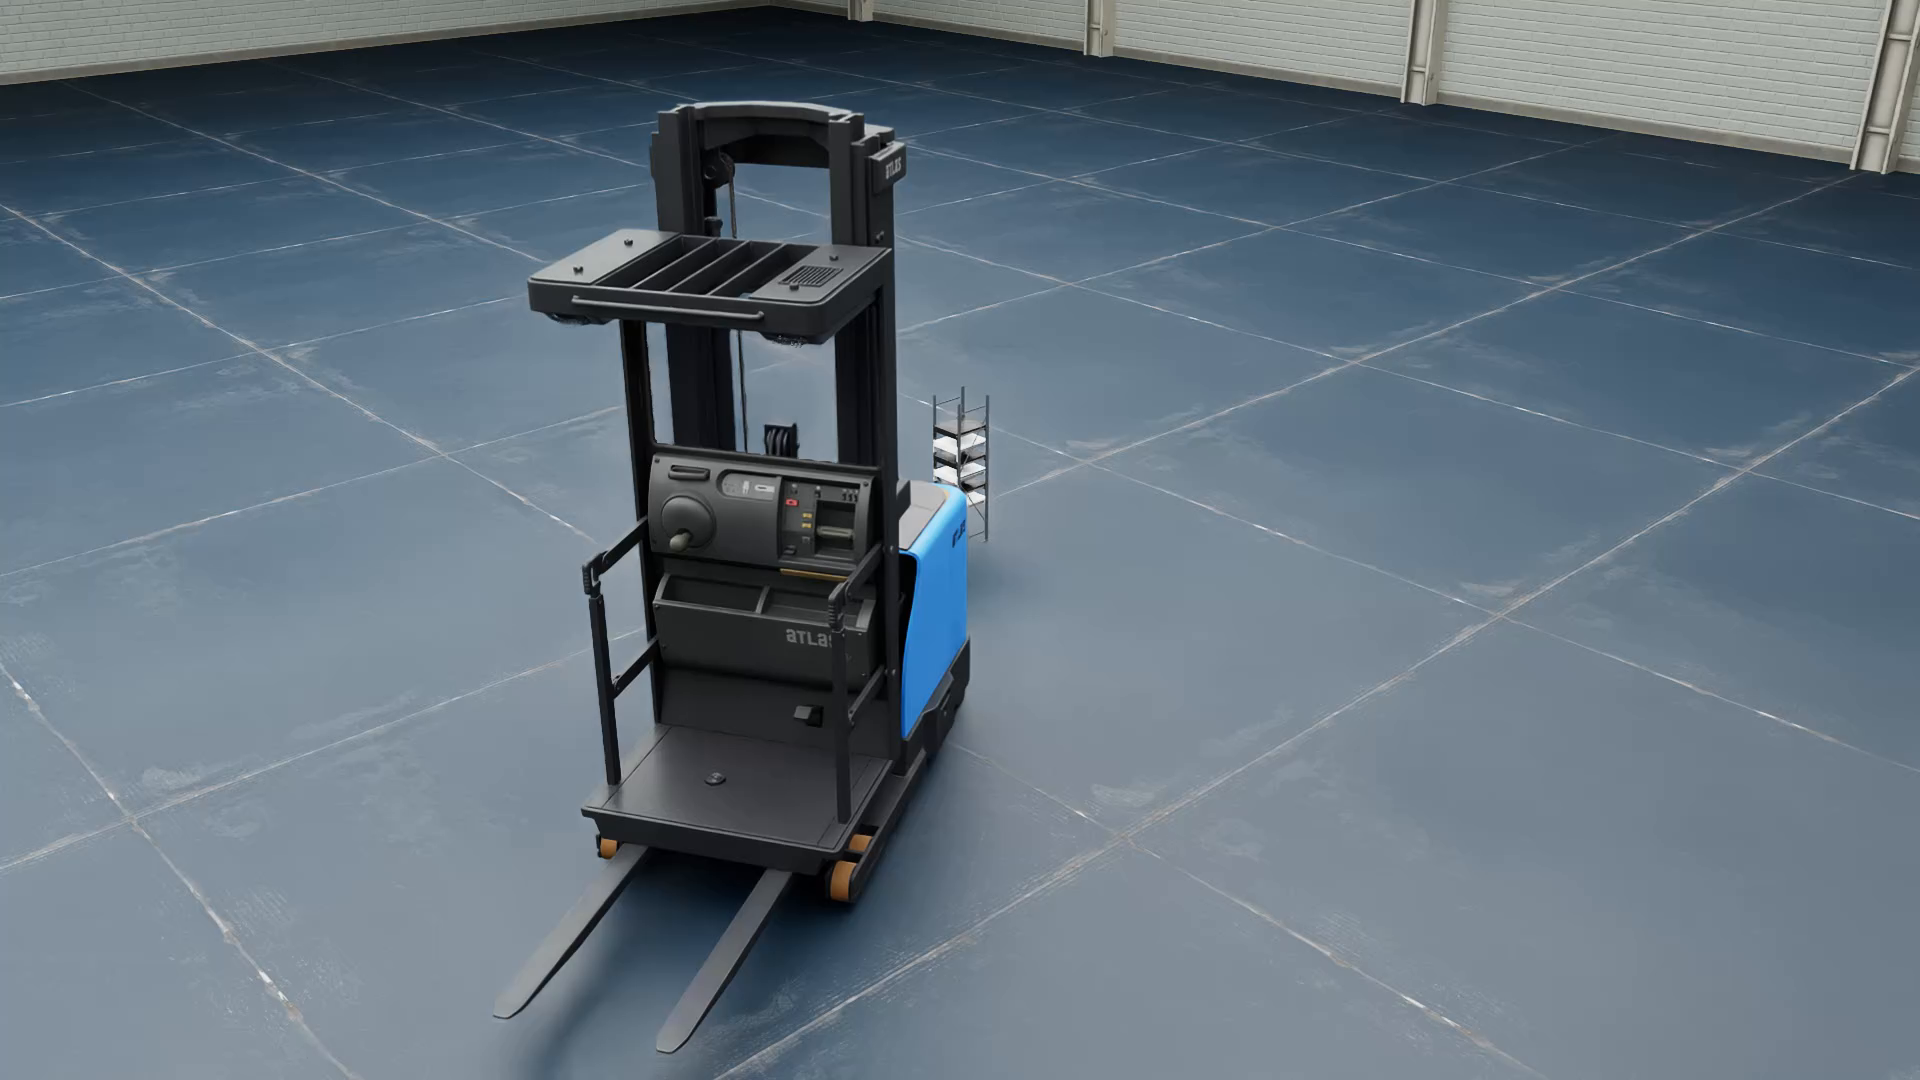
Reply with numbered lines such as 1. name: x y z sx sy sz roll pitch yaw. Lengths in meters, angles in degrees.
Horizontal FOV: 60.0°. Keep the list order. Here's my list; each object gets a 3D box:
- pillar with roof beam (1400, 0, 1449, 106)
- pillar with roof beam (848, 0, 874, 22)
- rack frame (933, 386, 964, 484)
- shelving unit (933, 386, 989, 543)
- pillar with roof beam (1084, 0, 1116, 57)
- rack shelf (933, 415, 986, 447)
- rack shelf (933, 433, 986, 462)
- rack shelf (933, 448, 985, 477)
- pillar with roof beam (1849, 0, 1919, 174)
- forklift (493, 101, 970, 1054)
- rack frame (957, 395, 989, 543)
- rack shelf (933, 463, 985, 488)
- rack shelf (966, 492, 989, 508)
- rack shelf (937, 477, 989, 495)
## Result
1. pillar with roof beam: 3.213 -8.935 18.494 9.100 9.000 0.400 -21 32 -38
2. pillar with roof beam: -4.989 -12.571 26.463 9.100 9.000 0.400 -21 32 -38
3. rack frame: -0.064 -0.438 9.625 0.240 0.900 0.006 -21 32 -38
4. shelving unit: 0.006 -0.407 9.558 0.258 0.900 0.210 -21 32 -38
5. pillar with roof beam: -0.888 -10.753 22.479 9.100 9.000 0.400 -21 32 -38
6. rack shelf: 0.006 -0.622 9.460 0.258 0.077 0.200 -21 32 -38
7. rack shelf: 0.006 -0.540 9.497 0.258 0.077 0.200 -21 32 -38
8. rack shelf: 0.006 -0.459 9.534 0.258 0.077 0.200 -21 32 -38
9. pillar with roof beam: 7.314 -7.117 14.509 9.100 9.000 0.400 -21 32 -38
10. forklift: -0.853 -0.076 6.385 1.130 2.935 3.031 7 25 15
11. rack frame: 0.075 -0.376 9.490 0.240 0.900 0.006 -21 32 -38
12. rack shelf: 0.006 -0.377 9.572 0.258 0.077 0.200 -21 32 -38
13. rack shelf: 0.006 -0.213 9.646 0.258 0.077 0.200 -21 32 -38
14. rack shelf: 0.006 -0.295 9.609 0.258 0.077 0.200 -21 32 -38
